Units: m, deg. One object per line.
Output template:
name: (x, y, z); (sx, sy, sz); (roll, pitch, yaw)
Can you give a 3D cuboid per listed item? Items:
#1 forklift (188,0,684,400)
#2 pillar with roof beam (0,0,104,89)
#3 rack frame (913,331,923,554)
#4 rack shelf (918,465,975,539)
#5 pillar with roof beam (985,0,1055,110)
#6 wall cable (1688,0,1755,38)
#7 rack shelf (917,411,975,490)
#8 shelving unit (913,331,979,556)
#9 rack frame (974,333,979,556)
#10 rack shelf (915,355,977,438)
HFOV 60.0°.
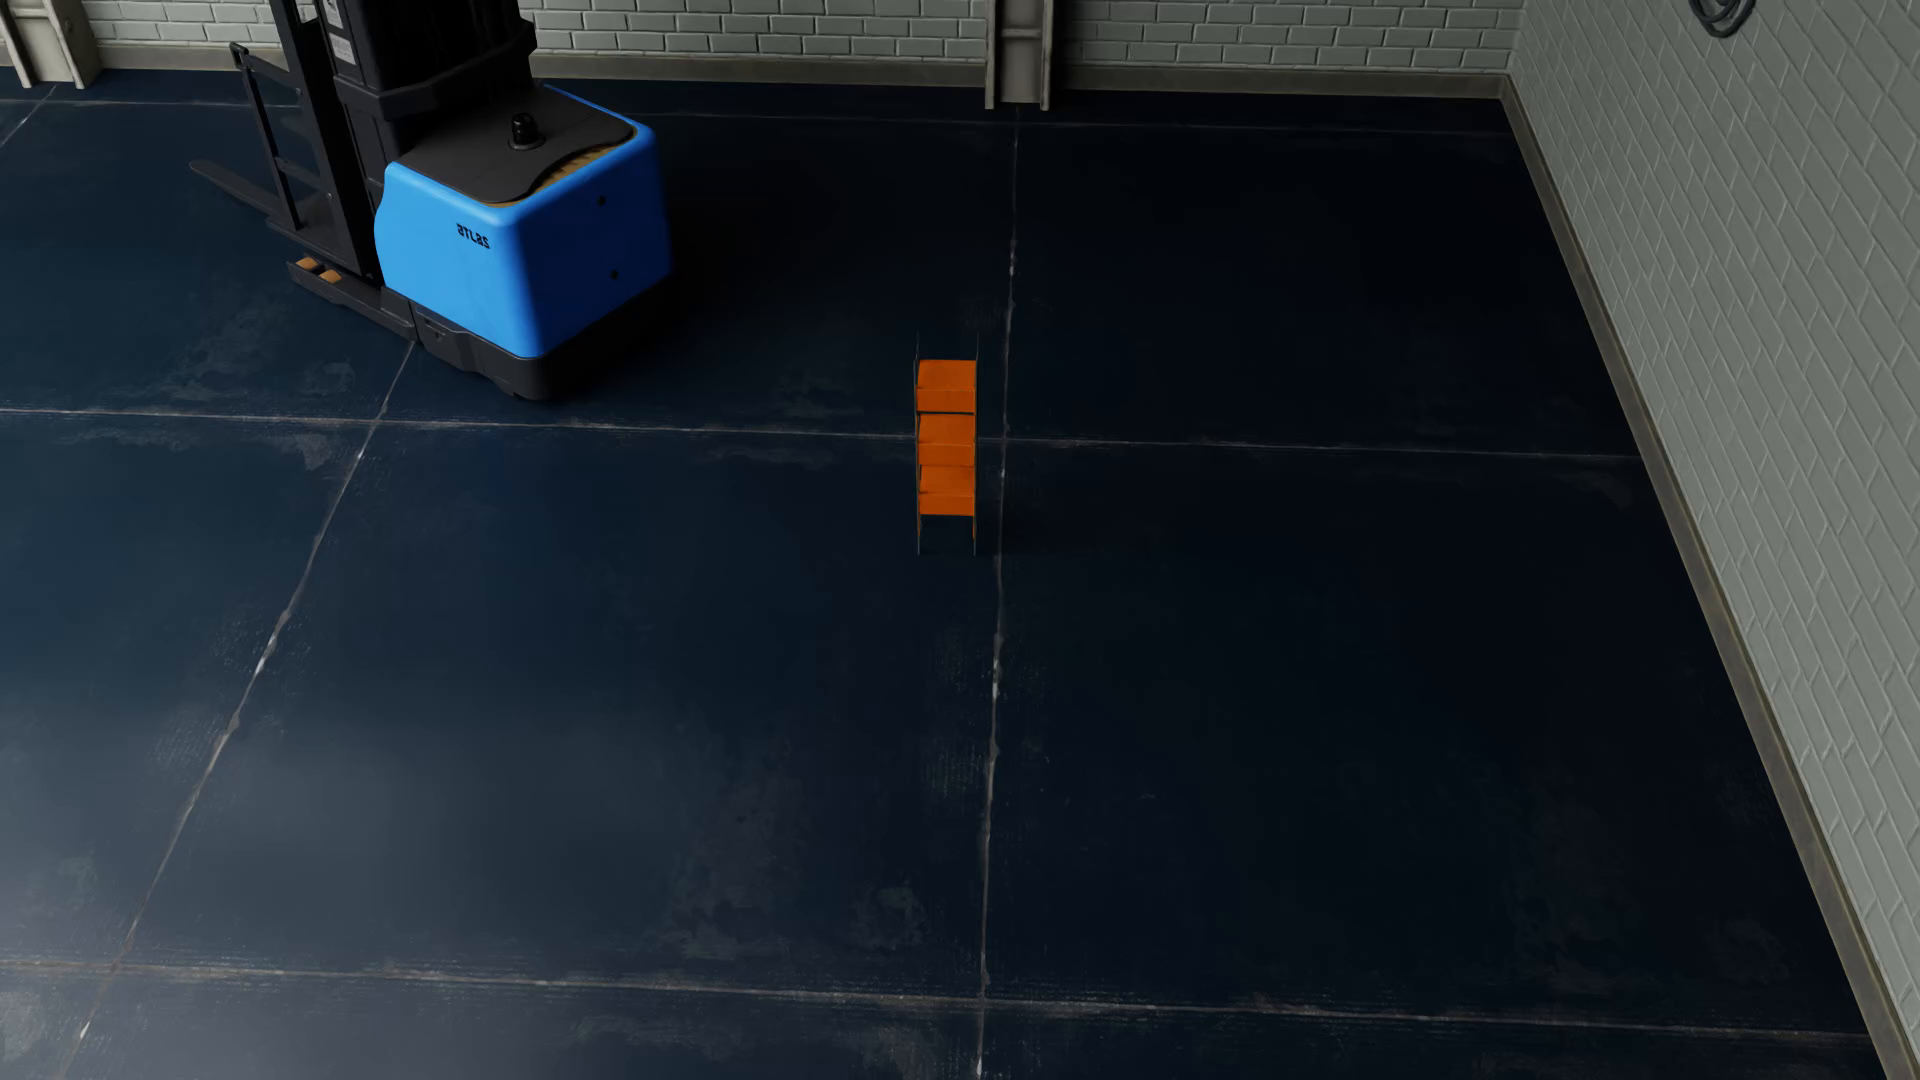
forklift: (-2.894, -2.567, 7.941); (3.031, 2.935, 1.130); (27, 49, 26)
pillar with roof beam: (-5.830, -3.280, 4.254); (0.400, 9.000, 9.100); (2, 43, 2)
rack frame: (-0.175, -0.390, 6.983); (0.008, 1.050, 0.200); (2, 43, 2)
rack shelf: (-0.053, -0.175, 7.176); (0.240, 0.259, 0.215); (2, 43, 2)
pillar with roof beam: (0.164, -3.096, 4.057); (0.400, 9.000, 9.100); (2, 43, 2)
wall cable: (3.241, -3.900, 7.198); (0.112, 2.526, 3.097); (2, 43, 2)
rack shelf: (-0.053, -0.378, 6.987); (0.240, 0.259, 0.215); (2, 43, 2)
shelving unit: (-0.053, -0.386, 6.979); (0.252, 1.050, 0.215); (2, 43, 2)
rack frame: (0.068, -0.382, 6.975); (0.008, 1.050, 0.200); (2, 43, 2)
rack shelf: (-0.053, -0.586, 6.793); (0.240, 0.259, 0.215); (2, 43, 2)
